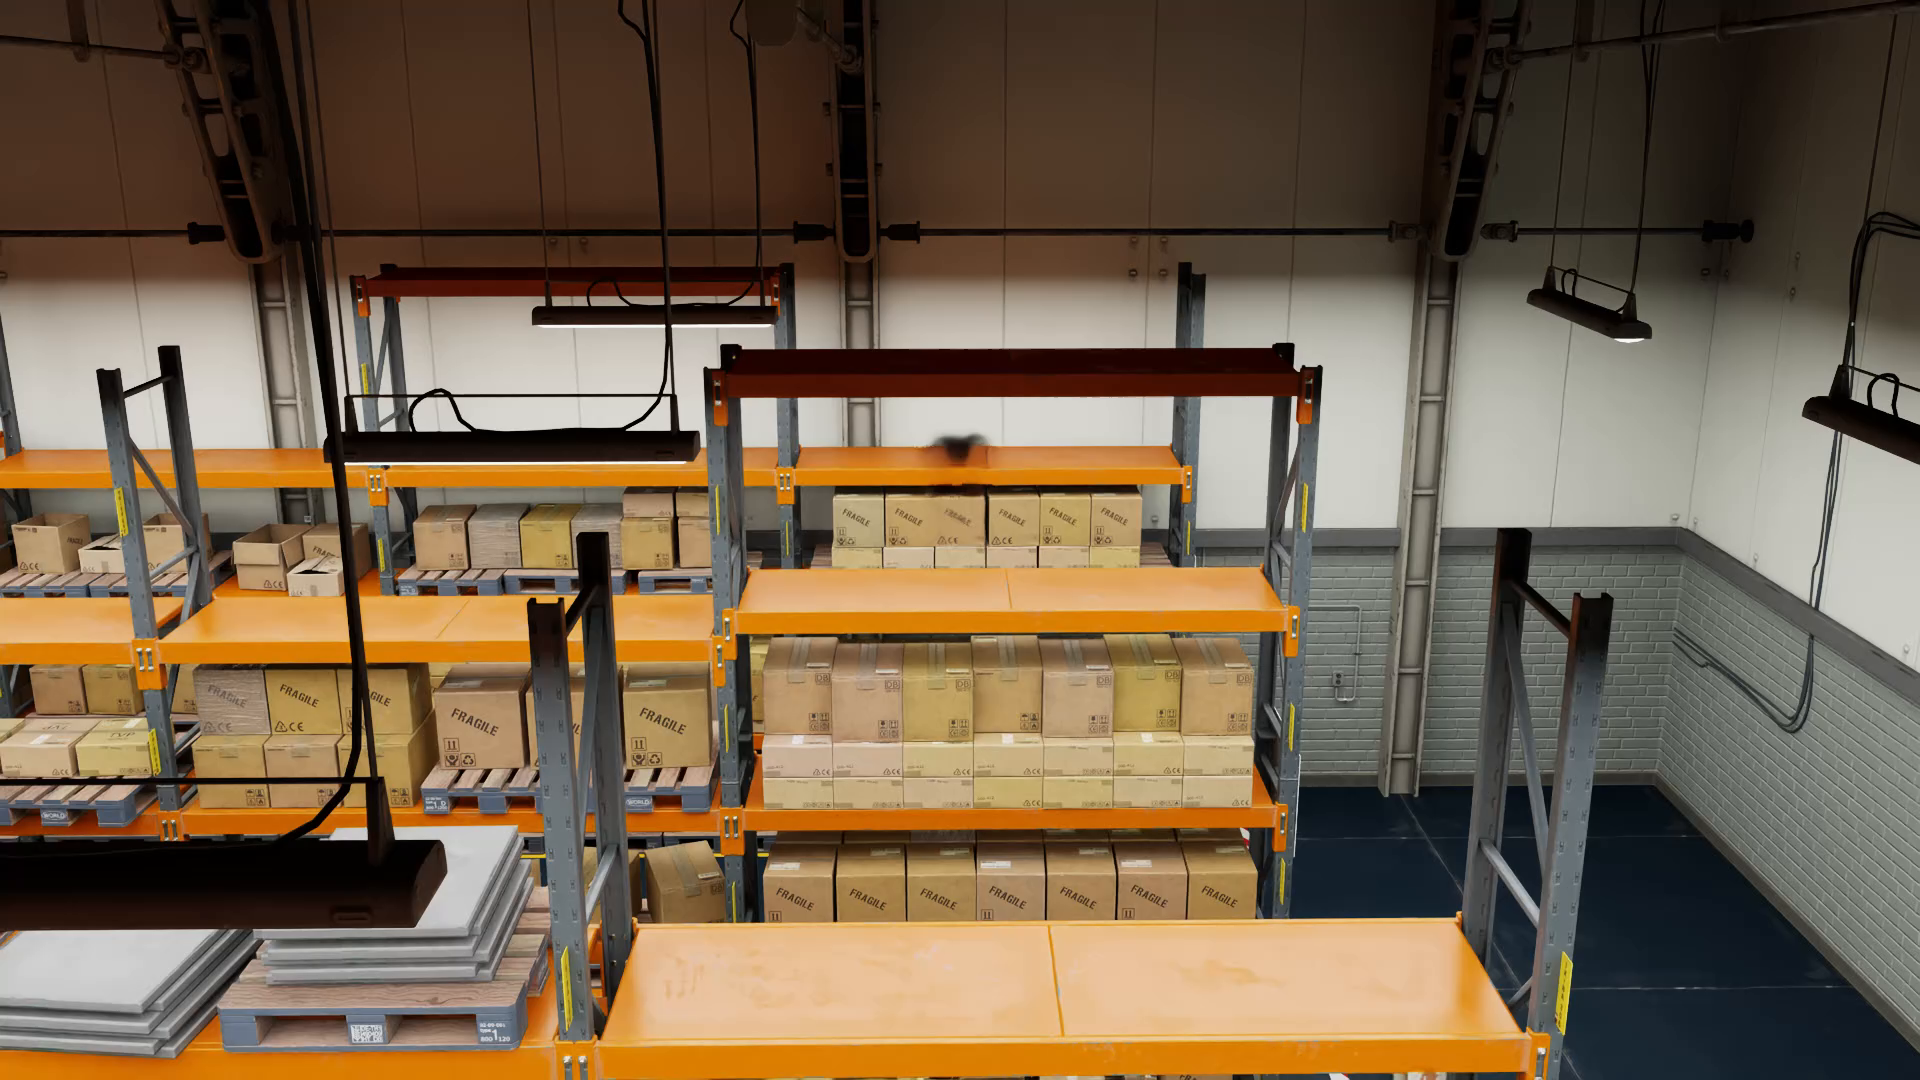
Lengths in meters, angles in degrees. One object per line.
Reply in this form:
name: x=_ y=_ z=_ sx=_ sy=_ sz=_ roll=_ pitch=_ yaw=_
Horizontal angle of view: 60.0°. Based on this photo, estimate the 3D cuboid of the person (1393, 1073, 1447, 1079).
person: x=3.362 y=3.852 z=12.321 sx=0.550 sy=1.706 sz=0.655 roll=-3 pitch=16 yaw=-11
